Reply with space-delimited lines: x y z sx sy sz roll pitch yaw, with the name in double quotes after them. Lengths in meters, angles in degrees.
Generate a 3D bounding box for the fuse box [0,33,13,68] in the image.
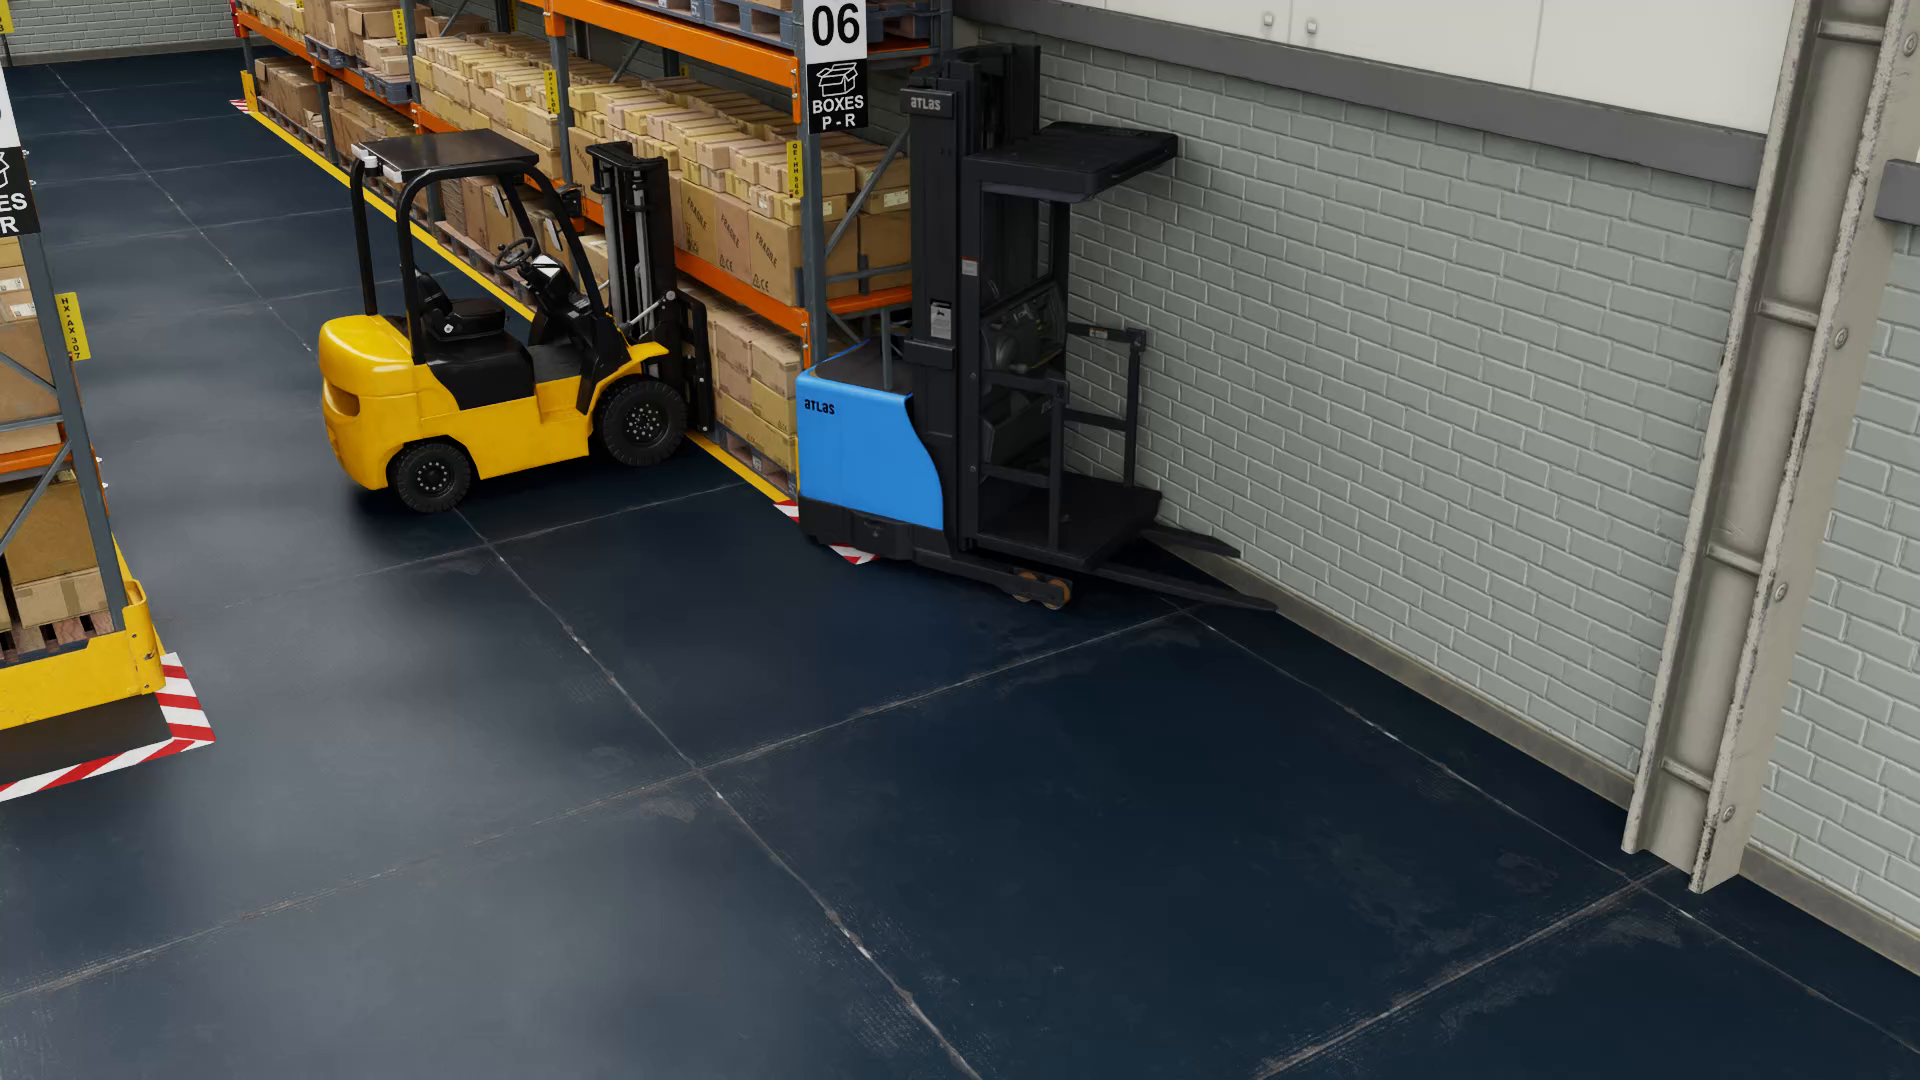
-14.641 -8.076 25.352 0.539 1.711 0.414 -16 29 -30 "fuse box"

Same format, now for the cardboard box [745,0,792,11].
-0.938 -3.383 9.663 0.500 0.500 0.500 -14 29 -28 "cardboard box"

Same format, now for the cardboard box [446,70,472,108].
-4.279 -4.078 14.965 0.500 0.250 0.500 -16 30 -31 "cardboard box"

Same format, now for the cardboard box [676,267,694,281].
-2.123 -1.867 12.250 0.500 0.250 0.500 -14 29 -28 "cardboard box"

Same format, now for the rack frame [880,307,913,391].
-0.215 -0.684 9.794 0.500 1.500 0.032 -17 30 -29 "rack frame"

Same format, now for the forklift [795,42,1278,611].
0.544 -1.191 9.340 3.031 2.935 1.130 14 29 27 "forklift"

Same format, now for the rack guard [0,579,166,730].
-4.690 0.617 8.358 1.175 0.500 0.348 -16 29 -30 "rack guard"

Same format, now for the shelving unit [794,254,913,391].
-0.496 -0.862 10.179 0.538 1.500 1.048 -17 30 -29 "shelving unit"

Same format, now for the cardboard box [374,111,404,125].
-6.133 -4.557 18.066 0.380 0.149 0.250 -15 29 -29 "cardboard box"

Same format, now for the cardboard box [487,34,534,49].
-4.276 -4.708 15.832 0.380 0.149 0.250 -15 29 -28 "cardboard box"

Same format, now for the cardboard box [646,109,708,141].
-1.981 -2.923 11.703 0.380 0.149 0.250 -16 29 -30 "cardboard box"

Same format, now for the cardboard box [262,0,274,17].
-8.353 -6.670 20.693 0.500 0.250 0.500 -16 30 -31 "cardboard box"

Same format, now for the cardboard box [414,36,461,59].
-4.932 -4.662 15.735 0.380 0.149 0.250 -15 29 -28 "cardboard box"

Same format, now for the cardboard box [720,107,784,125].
-1.464 -2.941 11.741 0.380 0.149 0.250 -15 29 -28 "cardboard box"

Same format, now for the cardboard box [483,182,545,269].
-3.799 -2.923 15.218 0.875 0.625 0.625 -17 30 -32 "cardboard box"

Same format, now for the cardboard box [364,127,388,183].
-6.122 -4.216 18.104 0.500 0.500 0.500 -17 30 -31 "cardboard box"

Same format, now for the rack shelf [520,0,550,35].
-3.767 -4.822 14.279 1.077 0.370 4.000 -16 29 -30 "rack shelf"

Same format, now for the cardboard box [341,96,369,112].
-6.854 -5.018 19.043 0.380 0.149 0.250 -16 30 -31 "cardboard box"

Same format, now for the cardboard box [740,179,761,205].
-1.171 -2.234 10.591 0.380 0.149 0.250 -15 29 -29 "cardboard box"

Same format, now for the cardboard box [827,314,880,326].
-0.872 -1.437 11.339 0.500 0.250 0.500 -15 29 -29 "cardboard box"

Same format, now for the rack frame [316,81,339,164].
-7.043 -5.937 19.312 1.000 3.000 0.127 -16 29 -30 "rack frame"

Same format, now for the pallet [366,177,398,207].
-5.897 -3.957 18.385 1.003 0.211 1.213 -16 29 -30 "pallet"

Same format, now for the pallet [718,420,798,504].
-0.945 -0.648 11.374 1.003 0.211 1.213 -16 29 -30 "pallet"

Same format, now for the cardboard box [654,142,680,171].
-1.895 -2.681 11.538 0.380 0.149 0.250 -16 30 -31 "cardboard box"

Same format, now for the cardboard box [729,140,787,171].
-1.264 -2.471 10.746 0.380 0.149 0.250 -15 29 -29 "cardboard box"

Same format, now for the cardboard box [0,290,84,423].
-4.675 -0.900 8.178 0.500 0.500 0.500 -16 30 -30 "cardboard box"

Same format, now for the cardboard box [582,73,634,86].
-2.926 -3.787 13.882 0.380 0.149 0.250 -16 29 -30 "cardboard box"

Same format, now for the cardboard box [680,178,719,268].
-1.536 -2.176 11.228 0.500 0.500 0.500 -16 30 -31 "cardboard box"

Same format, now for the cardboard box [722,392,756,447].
-1.277 -0.866 11.299 0.500 0.250 0.500 -16 29 -30 "cardboard box"

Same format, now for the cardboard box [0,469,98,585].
-4.871 -0.134 8.870 0.500 0.500 0.500 -17 30 -31 "cardboard box"

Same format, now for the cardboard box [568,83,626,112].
-2.750 -3.365 12.640 0.380 0.149 0.250 -15 29 -29 "cardboard box"

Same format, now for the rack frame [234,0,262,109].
-9.226 -7.368 22.343 1.000 3.000 0.127 -16 29 -30 "rack frame"

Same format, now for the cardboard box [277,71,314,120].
-8.333 -5.659 21.160 0.500 0.500 0.500 -15 29 -29 "cardboard box"

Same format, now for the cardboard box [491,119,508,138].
-3.694 -3.490 14.305 0.500 0.250 0.500 -15 29 -29 "cardboard box"

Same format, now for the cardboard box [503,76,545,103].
-3.548 -3.735 13.772 0.380 0.149 0.250 -17 30 -31 "cardboard box"

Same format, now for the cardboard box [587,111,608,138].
-2.579 -3.146 12.524 0.380 0.149 0.250 -15 29 -28 "cardboard box"

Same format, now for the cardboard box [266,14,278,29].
-8.454 -6.511 20.822 0.380 0.149 0.250 -15 29 -28 "cardboard box"

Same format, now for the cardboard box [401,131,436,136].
-5.516 -4.067 17.028 0.380 0.149 0.250 -17 30 -32 "cardboard box"

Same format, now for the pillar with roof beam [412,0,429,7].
-10.275 -8.106 16.879 9.100 9.000 0.400 -16 29 -30 "pillar with roof beam"

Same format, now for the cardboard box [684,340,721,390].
-1.584 -1.280 11.591 0.500 0.250 0.500 -16 30 -31 "cardboard box"

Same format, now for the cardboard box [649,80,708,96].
-2.146 -3.405 12.724 0.380 0.149 0.250 -16 30 -31 "cardboard box"

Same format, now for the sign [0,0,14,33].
-4.194 -2.365 7.208 0.100 0.325 0.005 -16 29 -30 "sign"

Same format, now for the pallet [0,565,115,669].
-5.104 0.448 9.053 1.003 0.211 1.213 -16 29 -30 "pallet"

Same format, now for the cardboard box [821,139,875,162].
-0.767 -2.480 10.765 0.380 0.149 0.250 -15 29 -29 "cardboard box"

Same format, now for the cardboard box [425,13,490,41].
-5.009 -4.962 16.638 0.500 0.500 0.500 -14 29 -27 "cardboard box"

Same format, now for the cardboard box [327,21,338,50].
-6.606 -5.480 18.009 0.396 0.266 0.258 -14 29 -27 "cardboard box"

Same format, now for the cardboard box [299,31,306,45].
-7.589 -5.966 19.669 0.380 0.149 0.250 -15 29 -28 "cardboard box"

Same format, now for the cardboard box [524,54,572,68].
-3.658 -4.231 14.822 0.380 0.149 0.250 -15 29 -28 "cardboard box"

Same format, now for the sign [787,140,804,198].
-0.954 -2.154 9.665 0.100 0.325 0.005 -16 29 -30 "sign"

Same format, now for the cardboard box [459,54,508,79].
-4.219 -4.203 14.762 0.380 0.149 0.250 -15 29 -29 "cardboard box"
